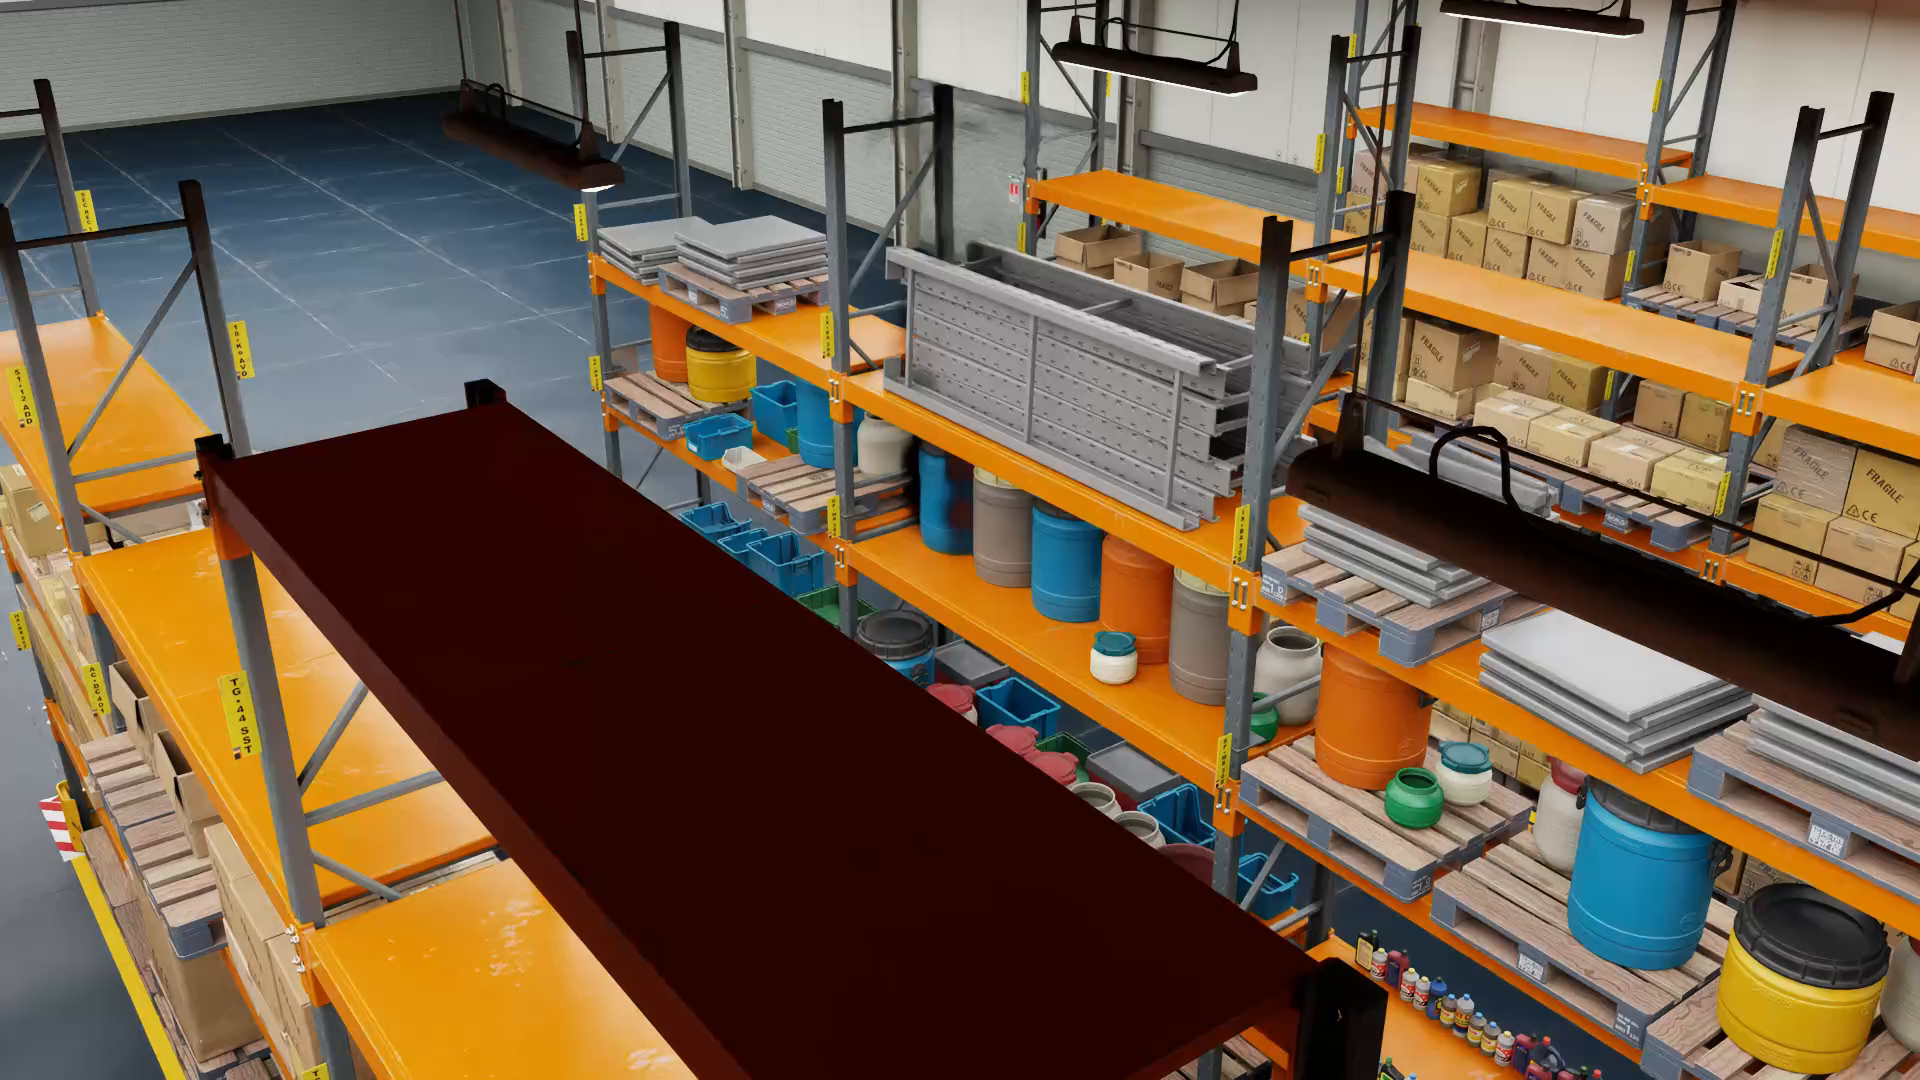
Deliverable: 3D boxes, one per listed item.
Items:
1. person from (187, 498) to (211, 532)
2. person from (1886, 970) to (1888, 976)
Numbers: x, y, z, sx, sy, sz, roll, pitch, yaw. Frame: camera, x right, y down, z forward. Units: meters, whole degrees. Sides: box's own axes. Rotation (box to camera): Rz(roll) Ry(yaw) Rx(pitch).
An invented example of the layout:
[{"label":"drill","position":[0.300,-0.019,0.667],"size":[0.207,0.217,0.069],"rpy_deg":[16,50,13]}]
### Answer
[{"label":"person","position":[-7.761,-0.057,17.025],"size":[0.721,1.704,0.743],"rpy_deg":[-1,25,-3]},{"label":"person","position":[5.338,3.139,10.143],"size":[0.724,1.734,0.621],"rpy_deg":[-18,30,-34]}]
